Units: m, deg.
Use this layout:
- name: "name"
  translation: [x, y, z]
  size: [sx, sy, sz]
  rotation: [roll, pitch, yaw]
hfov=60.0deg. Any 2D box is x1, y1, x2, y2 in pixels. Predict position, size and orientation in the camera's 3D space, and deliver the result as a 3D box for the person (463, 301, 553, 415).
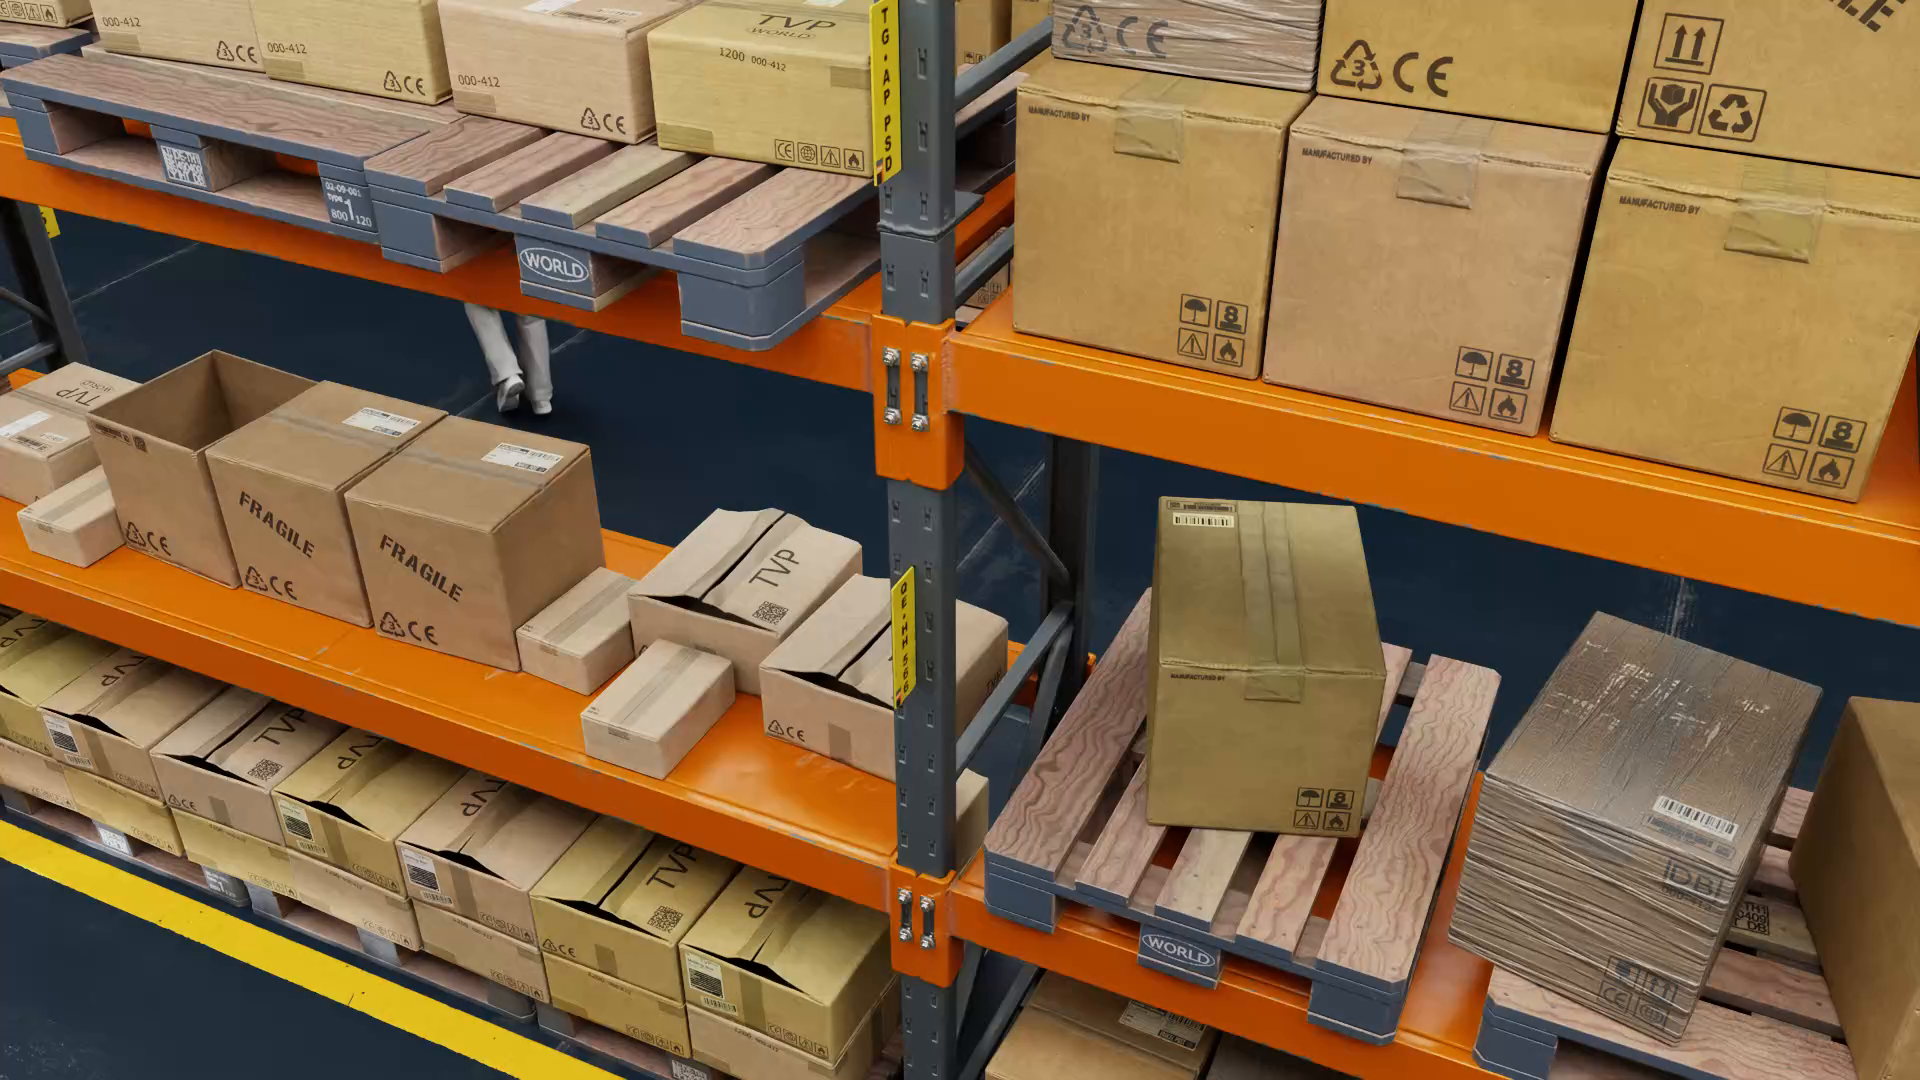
- name: "person"
  translation: [-2.285, -1.474, 8.387]
  size: [0.563, 1.807, 0.468]
  rotation: [-17, 37, -24]
